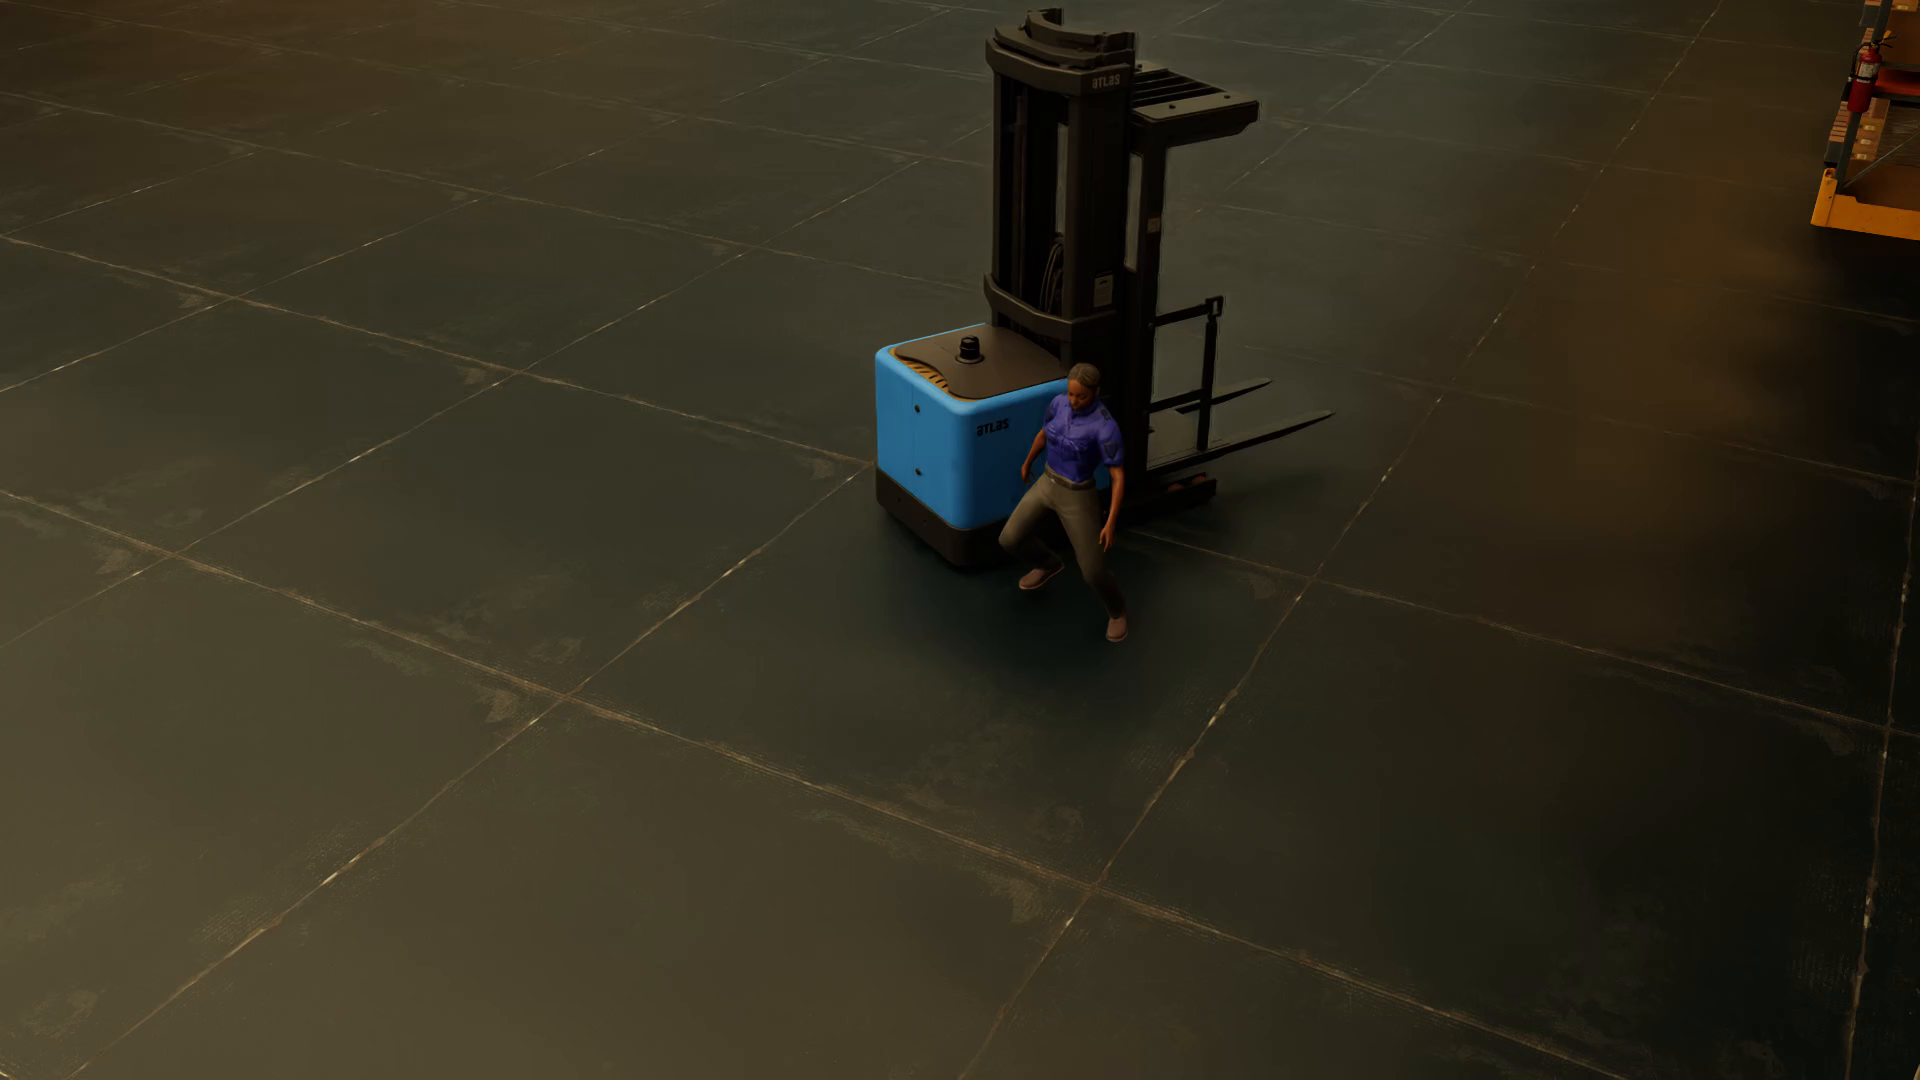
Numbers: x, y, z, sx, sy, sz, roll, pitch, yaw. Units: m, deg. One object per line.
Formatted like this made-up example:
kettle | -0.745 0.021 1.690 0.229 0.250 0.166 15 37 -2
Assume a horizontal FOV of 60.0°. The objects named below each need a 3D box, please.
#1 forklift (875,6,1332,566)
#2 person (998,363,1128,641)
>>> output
forklift | 1.006 -1.657 9.942 3.031 2.935 1.130 -17 34 -27
person | 0.580 -0.244 8.893 0.521 1.567 0.836 -23 37 -34
